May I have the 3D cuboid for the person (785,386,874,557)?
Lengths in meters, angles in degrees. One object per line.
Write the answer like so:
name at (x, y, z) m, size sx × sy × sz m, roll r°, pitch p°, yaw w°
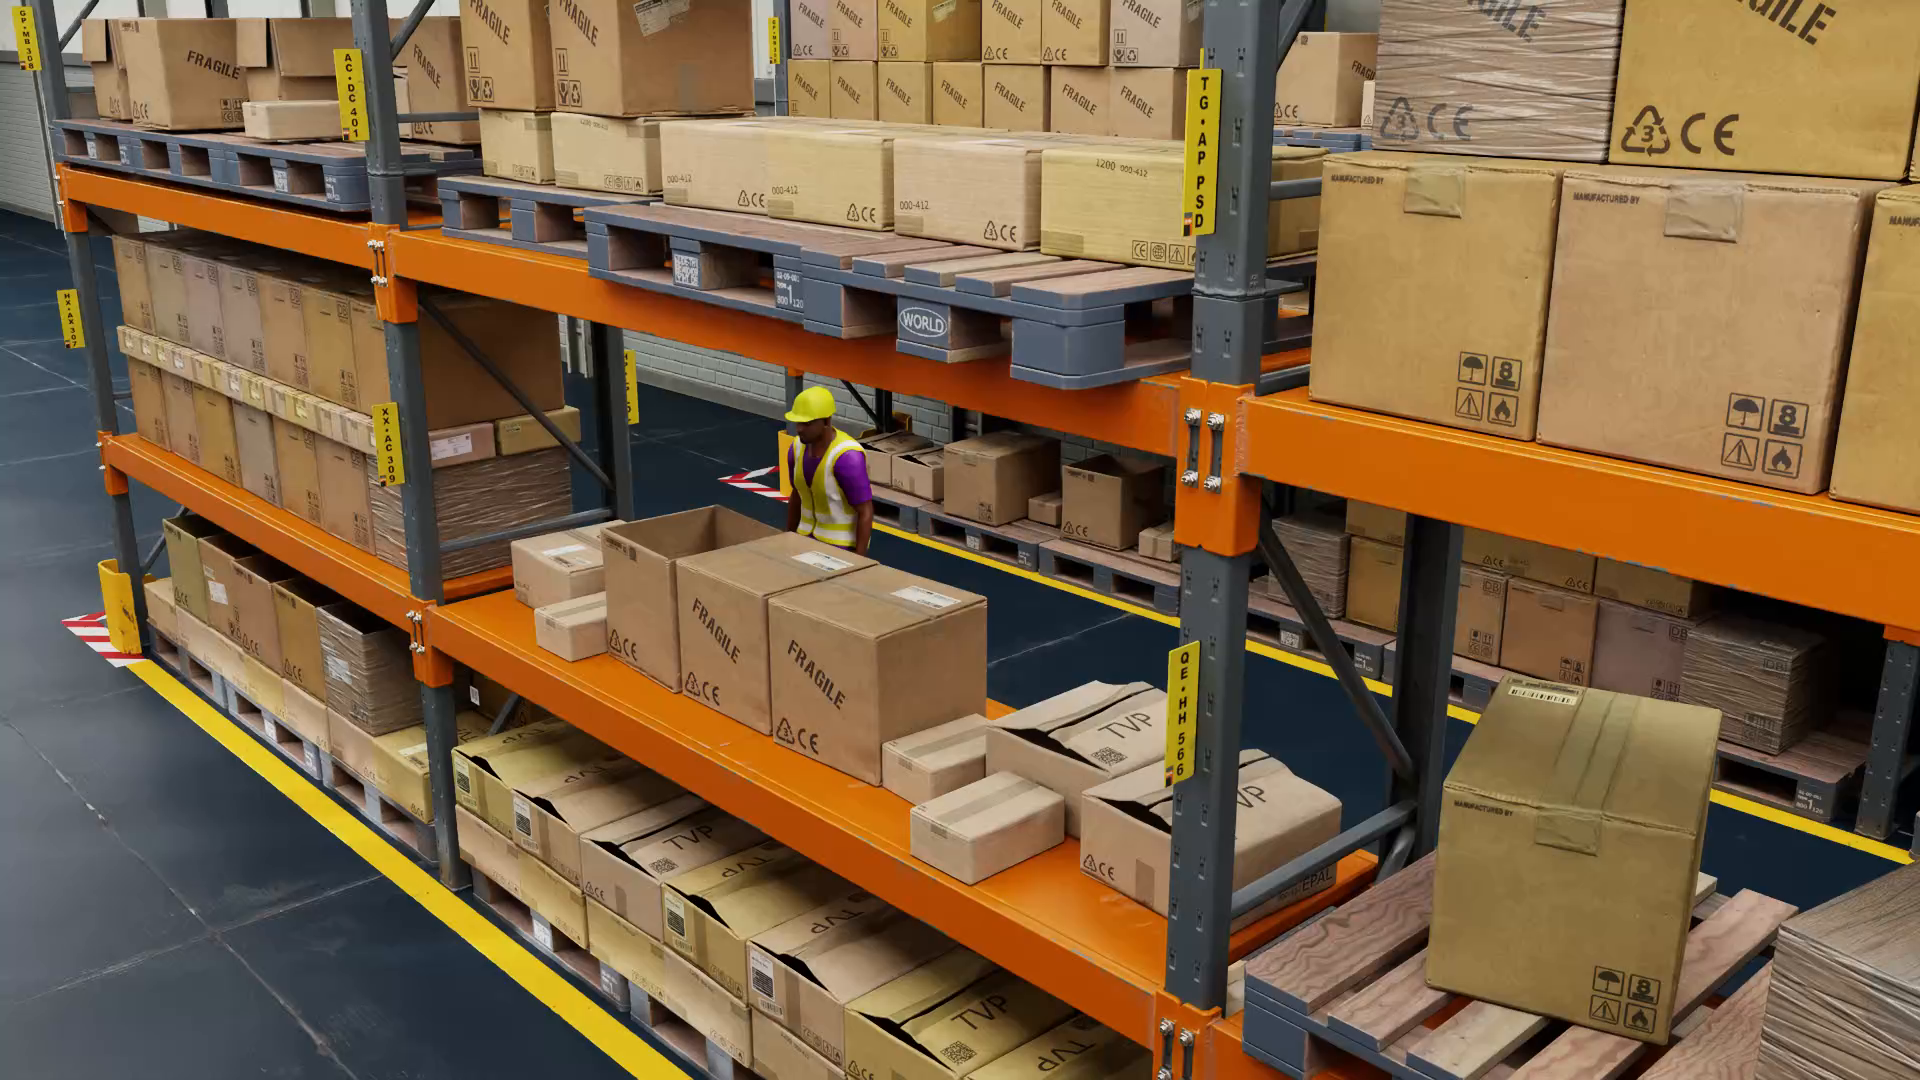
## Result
person at (-0.729, 0.030, 8.920) m, size 0.463 × 1.760 × 0.635 m, roll -16°, pitch 23°, yaw -42°
